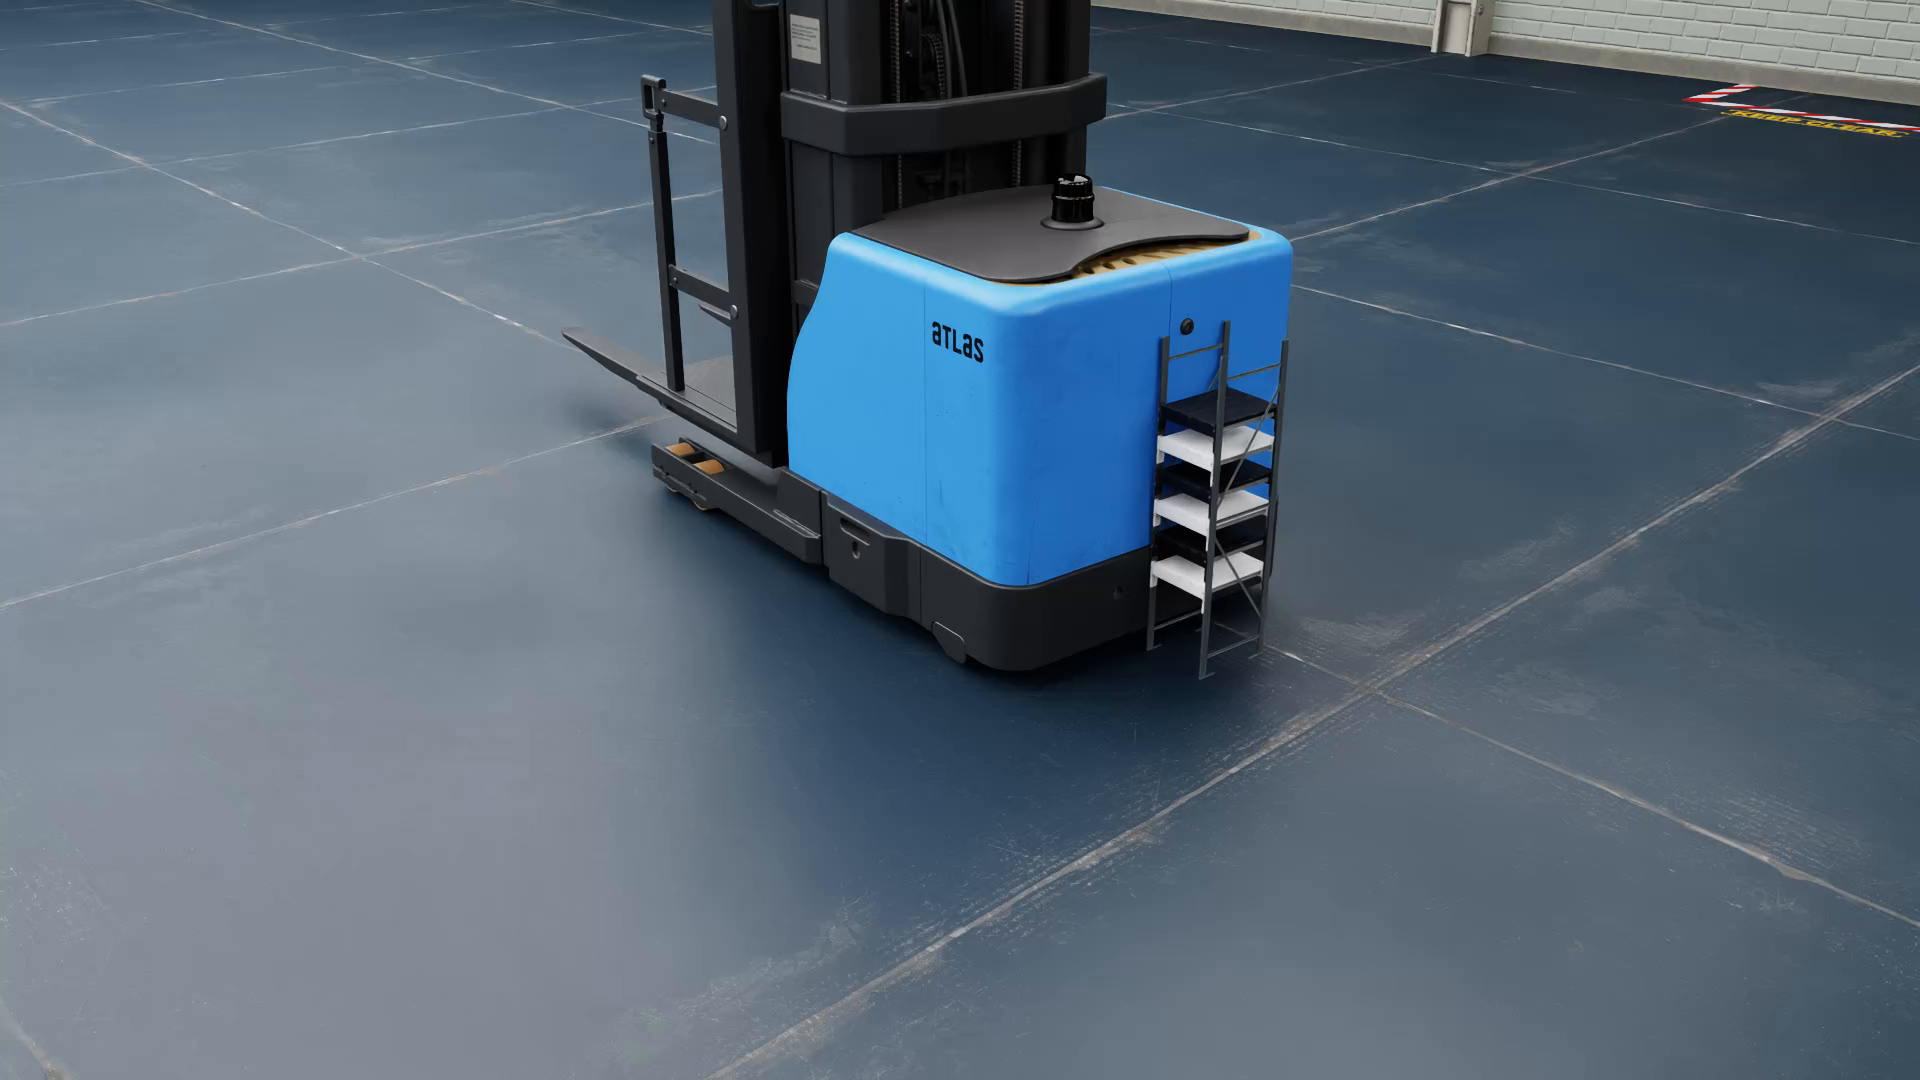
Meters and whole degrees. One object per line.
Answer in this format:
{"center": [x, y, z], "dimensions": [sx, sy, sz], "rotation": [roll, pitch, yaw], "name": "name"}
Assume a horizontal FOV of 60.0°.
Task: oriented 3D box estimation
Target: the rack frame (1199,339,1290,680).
{"center": [0.733, -0.067, 4.312], "dimensions": [0.240, 0.900, 0.006], "rotation": [-18, 30, -34], "name": "rack frame"}

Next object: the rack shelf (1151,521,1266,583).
{"center": [0.672, 0.012, 4.437], "dimensions": [0.258, 0.077, 0.200], "rotation": [-18, 30, -34], "name": "rack shelf"}

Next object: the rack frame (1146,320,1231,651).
{"center": [0.610, -0.134, 4.459], "dimensions": [0.240, 0.900, 0.006], "rotation": [-18, 30, -34], "name": "rack frame"}

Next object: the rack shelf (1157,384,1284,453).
{"center": [0.672, -0.316, 4.287], "dimensions": [0.258, 0.077, 0.200], "rotation": [-18, 30, -34], "name": "rack shelf"}

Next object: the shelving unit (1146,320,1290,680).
{"center": [0.672, -0.100, 4.386], "dimensions": [0.258, 0.900, 0.210], "rotation": [-18, 30, -34], "name": "shelving unit"}

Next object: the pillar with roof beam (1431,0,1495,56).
{"center": [1.275, -7.186, 10.159], "dimensions": [9.100, 9.000, 0.400], "rotation": [-21, 32, -38], "name": "pillar with roof beam"}

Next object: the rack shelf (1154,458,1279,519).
{"center": [0.672, -0.152, 4.362], "dimensions": [0.258, 0.077, 0.200], "rotation": [-18, 30, -34], "name": "rack shelf"}

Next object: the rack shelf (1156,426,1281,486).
{"center": [0.672, -0.234, 4.325], "dimensions": [0.258, 0.077, 0.200], "rotation": [-18, 30, -34], "name": "rack shelf"}

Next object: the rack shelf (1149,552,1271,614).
{"center": [0.672, 0.094, 4.474], "dimensions": [0.258, 0.077, 0.200], "rotation": [-18, 30, -34], "name": "rack shelf"}

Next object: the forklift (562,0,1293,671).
{"center": [-0.379, -1.539, 5.092], "dimensions": [1.130, 2.935, 3.031], "rotation": [-18, 30, -34], "name": "forklift"}

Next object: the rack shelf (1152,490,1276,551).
{"center": [0.672, -0.070, 4.399], "dimensions": [0.258, 0.077, 0.200], "rotation": [-18, 30, -34], "name": "rack shelf"}
